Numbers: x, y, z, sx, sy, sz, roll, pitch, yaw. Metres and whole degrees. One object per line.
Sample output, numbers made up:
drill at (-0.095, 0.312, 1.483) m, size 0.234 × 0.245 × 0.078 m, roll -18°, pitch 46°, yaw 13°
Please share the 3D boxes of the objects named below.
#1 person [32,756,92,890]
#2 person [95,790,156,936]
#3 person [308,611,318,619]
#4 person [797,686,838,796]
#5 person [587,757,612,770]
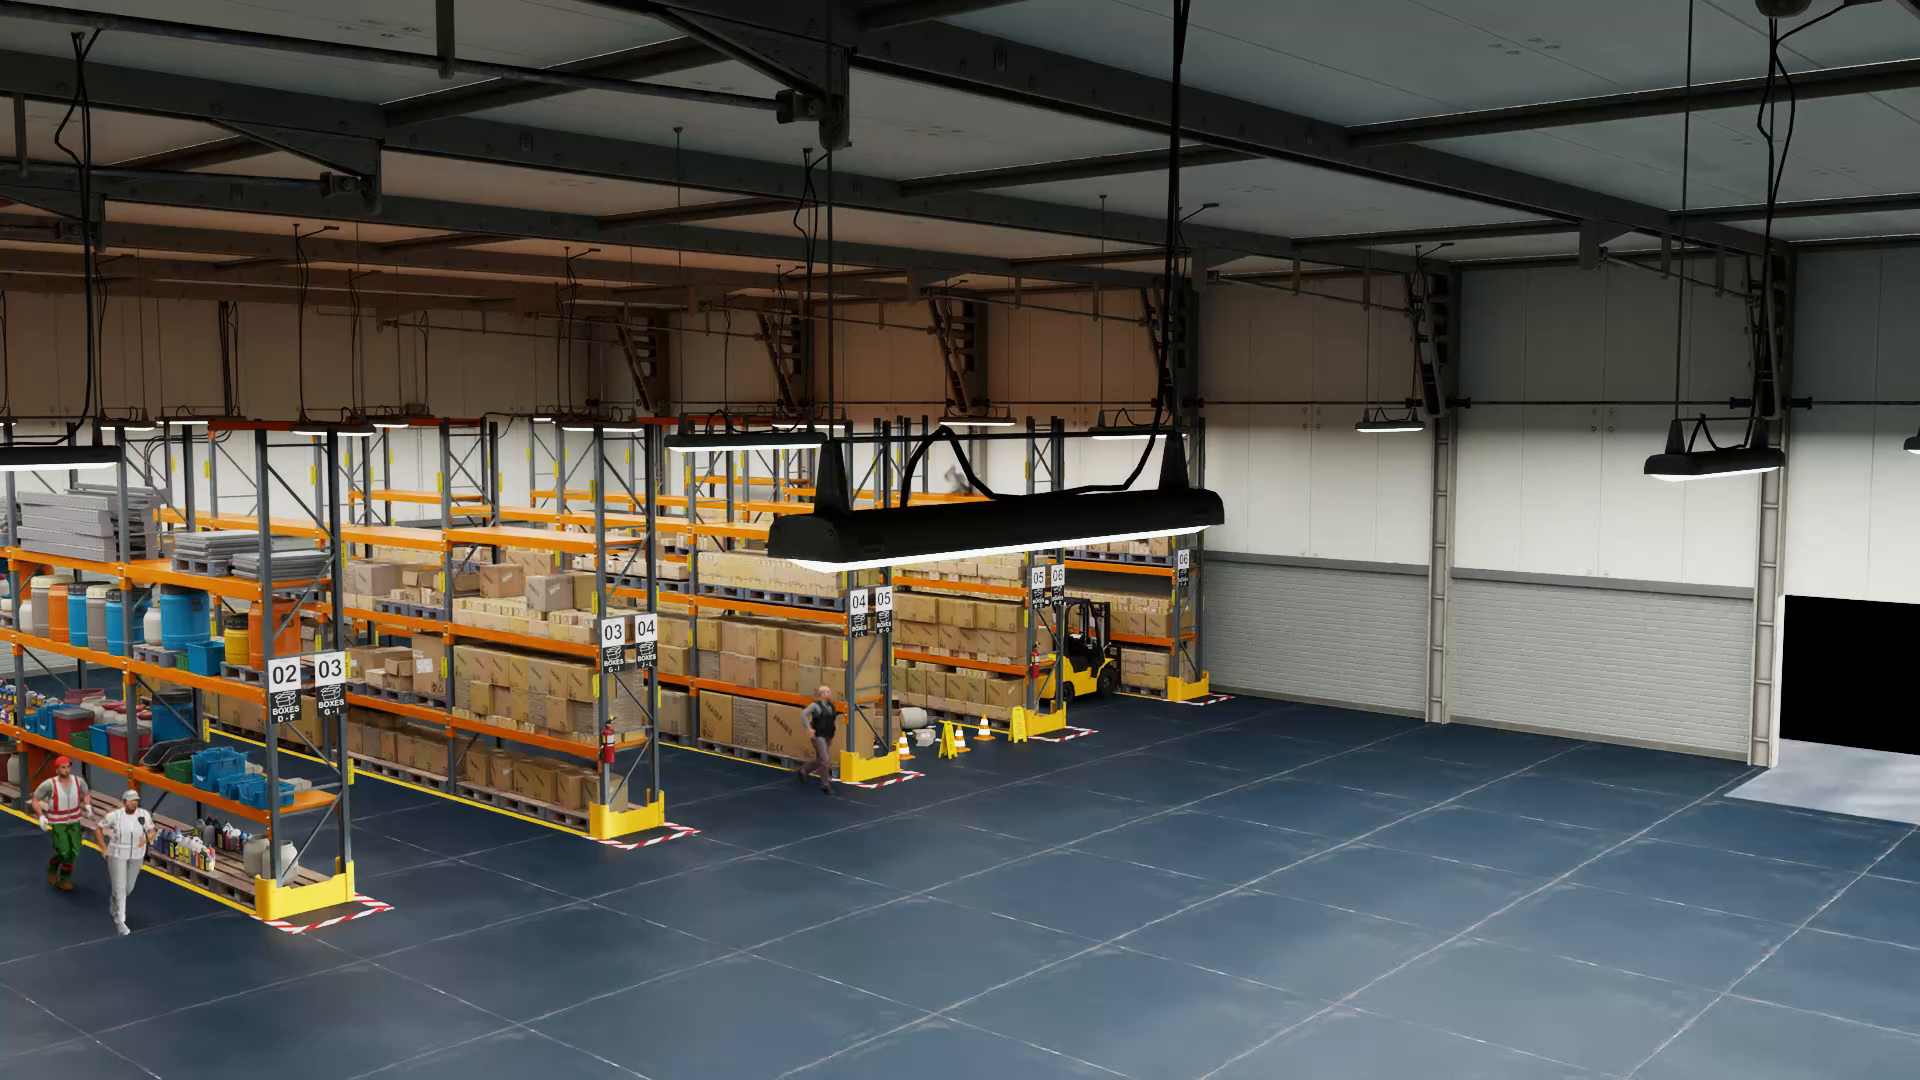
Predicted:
person at (-11.576, 3.664, 21.551) m, size 0.583 × 1.749 × 0.668 m, roll 4°, pitch 6°, yaw 37°
person at (-10.065, 3.842, 20.120) m, size 0.635 × 1.663 × 0.885 m, roll -4°, pitch 6°, yaw -42°
person at (-14.437, 2.419, 36.843) m, size 0.779 × 1.701 × 0.571 m, roll -2°, pitch 5°, yaw -19°
person at (-2.265, 3.242, 27.107) m, size 0.888 × 1.733 × 0.684 m, roll 3°, pitch 6°, yaw 33°
person at (-6.221, 3.048, 28.800) m, size 0.785 × 1.844 × 0.662 m, roll 3°, pitch 6°, yaw 31°
